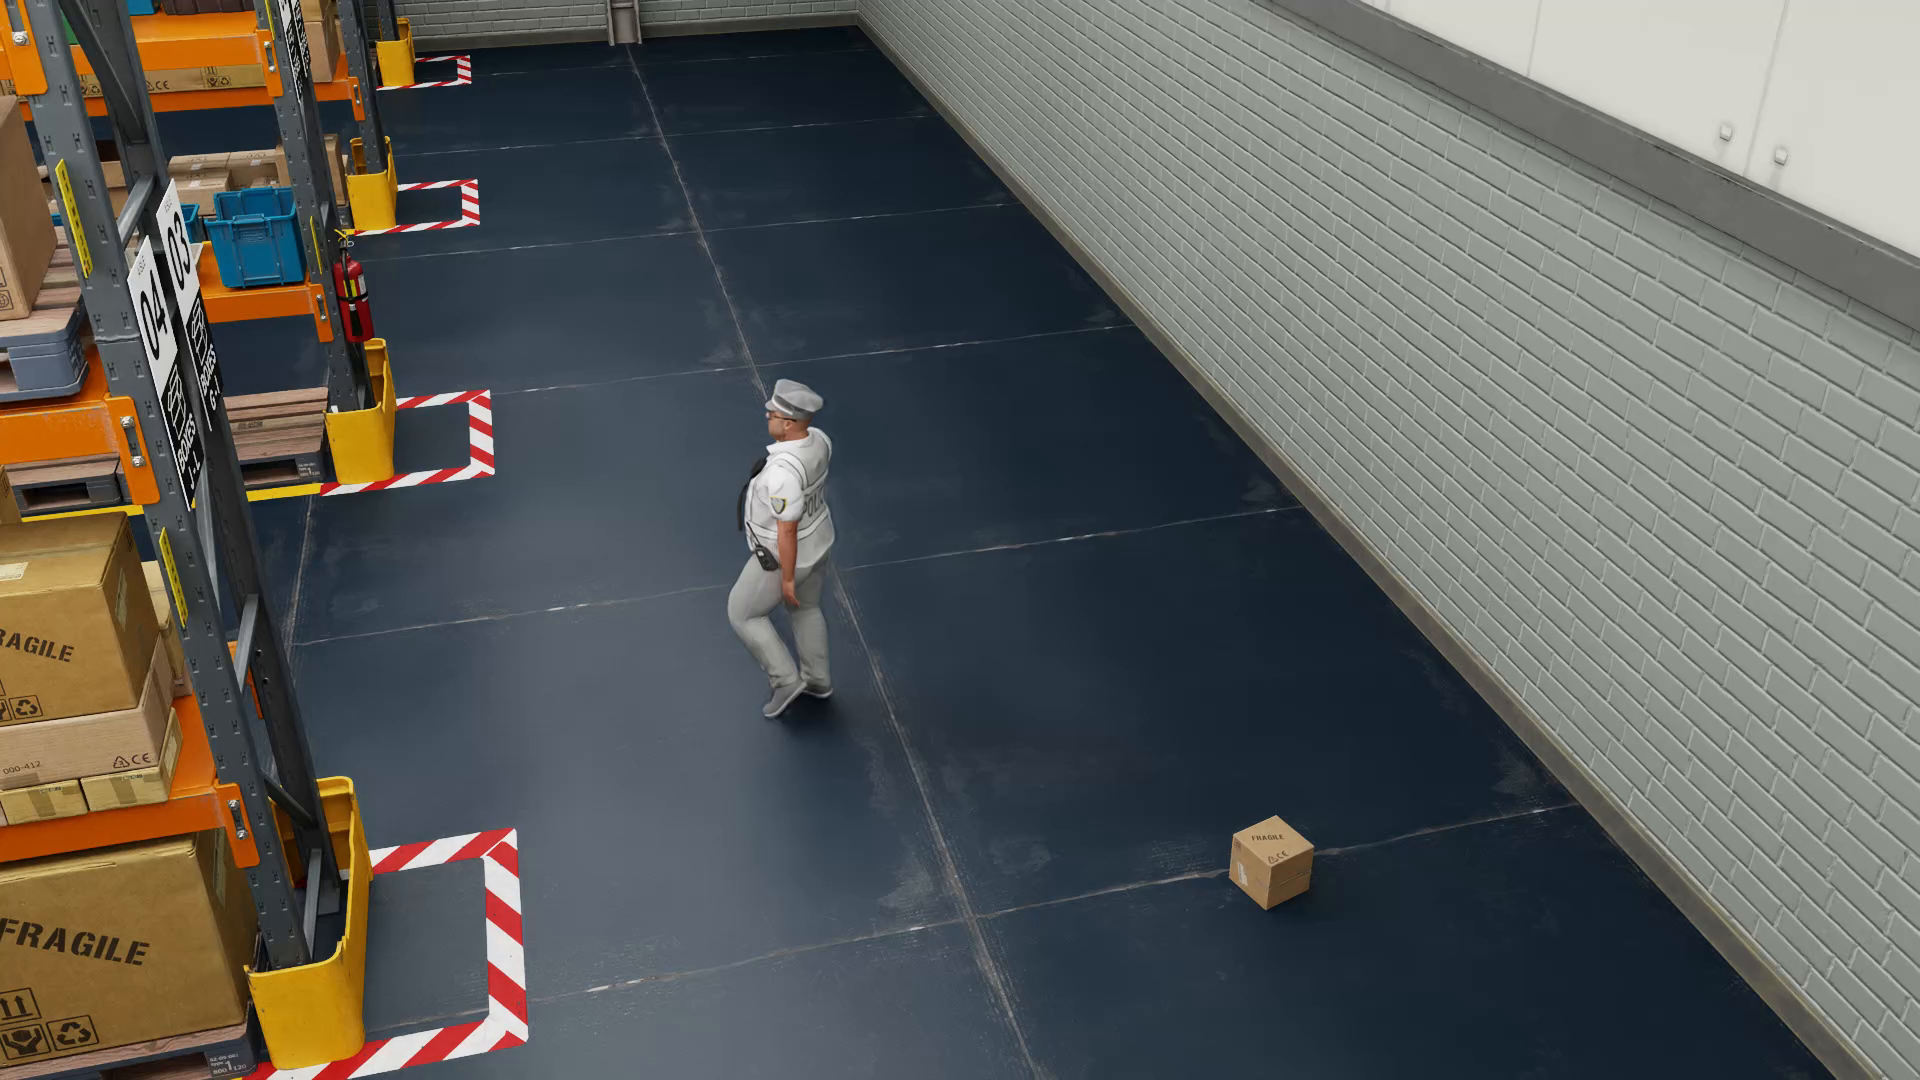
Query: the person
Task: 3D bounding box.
[{"bbox_3d":[-0.870,0.049,8.130,0.473,1.820,0.538,12,32,20],"label":"person"}]
